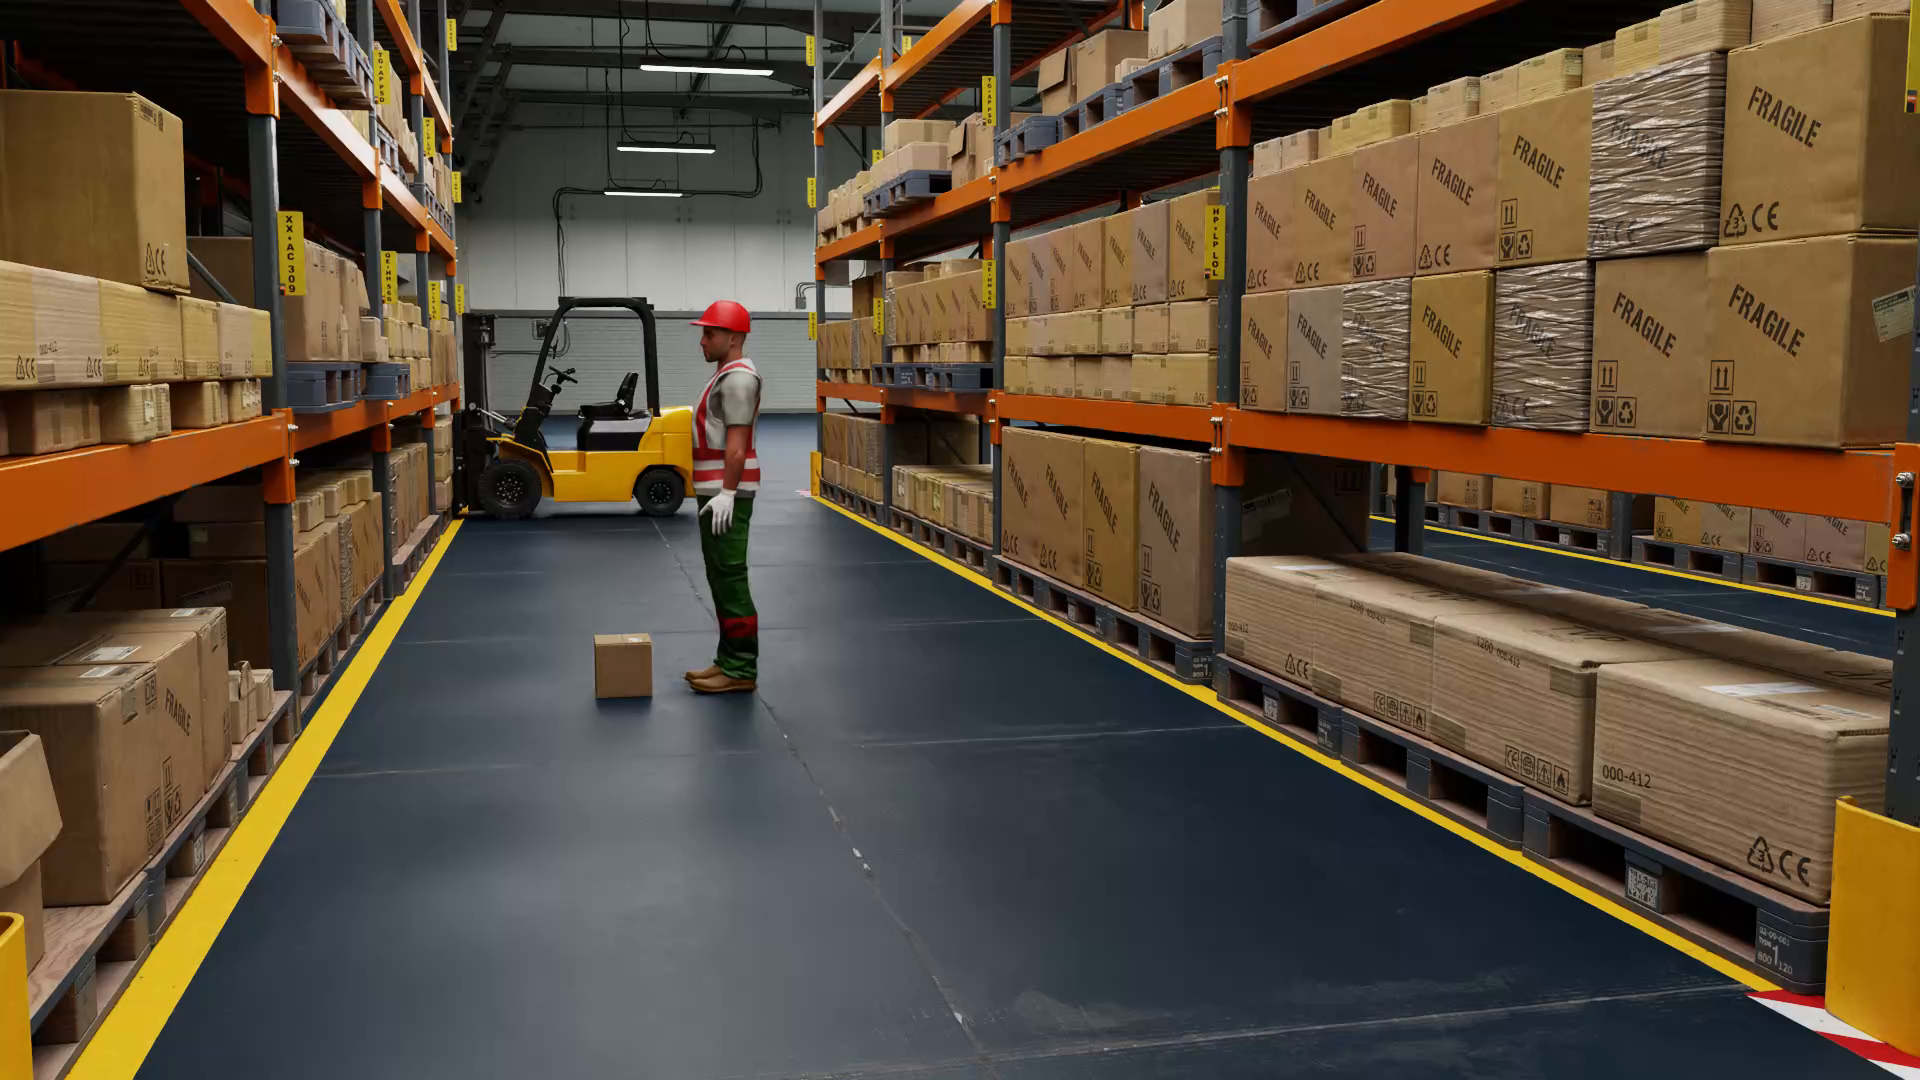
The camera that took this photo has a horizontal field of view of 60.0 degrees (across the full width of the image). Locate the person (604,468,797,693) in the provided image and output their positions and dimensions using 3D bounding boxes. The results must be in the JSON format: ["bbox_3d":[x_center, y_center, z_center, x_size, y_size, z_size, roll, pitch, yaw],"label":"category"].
[{"bbox_3d":[-1.187,0.180,7.657,0.872,1.040,0.578,-1,6,-14],"label":"person"}]
